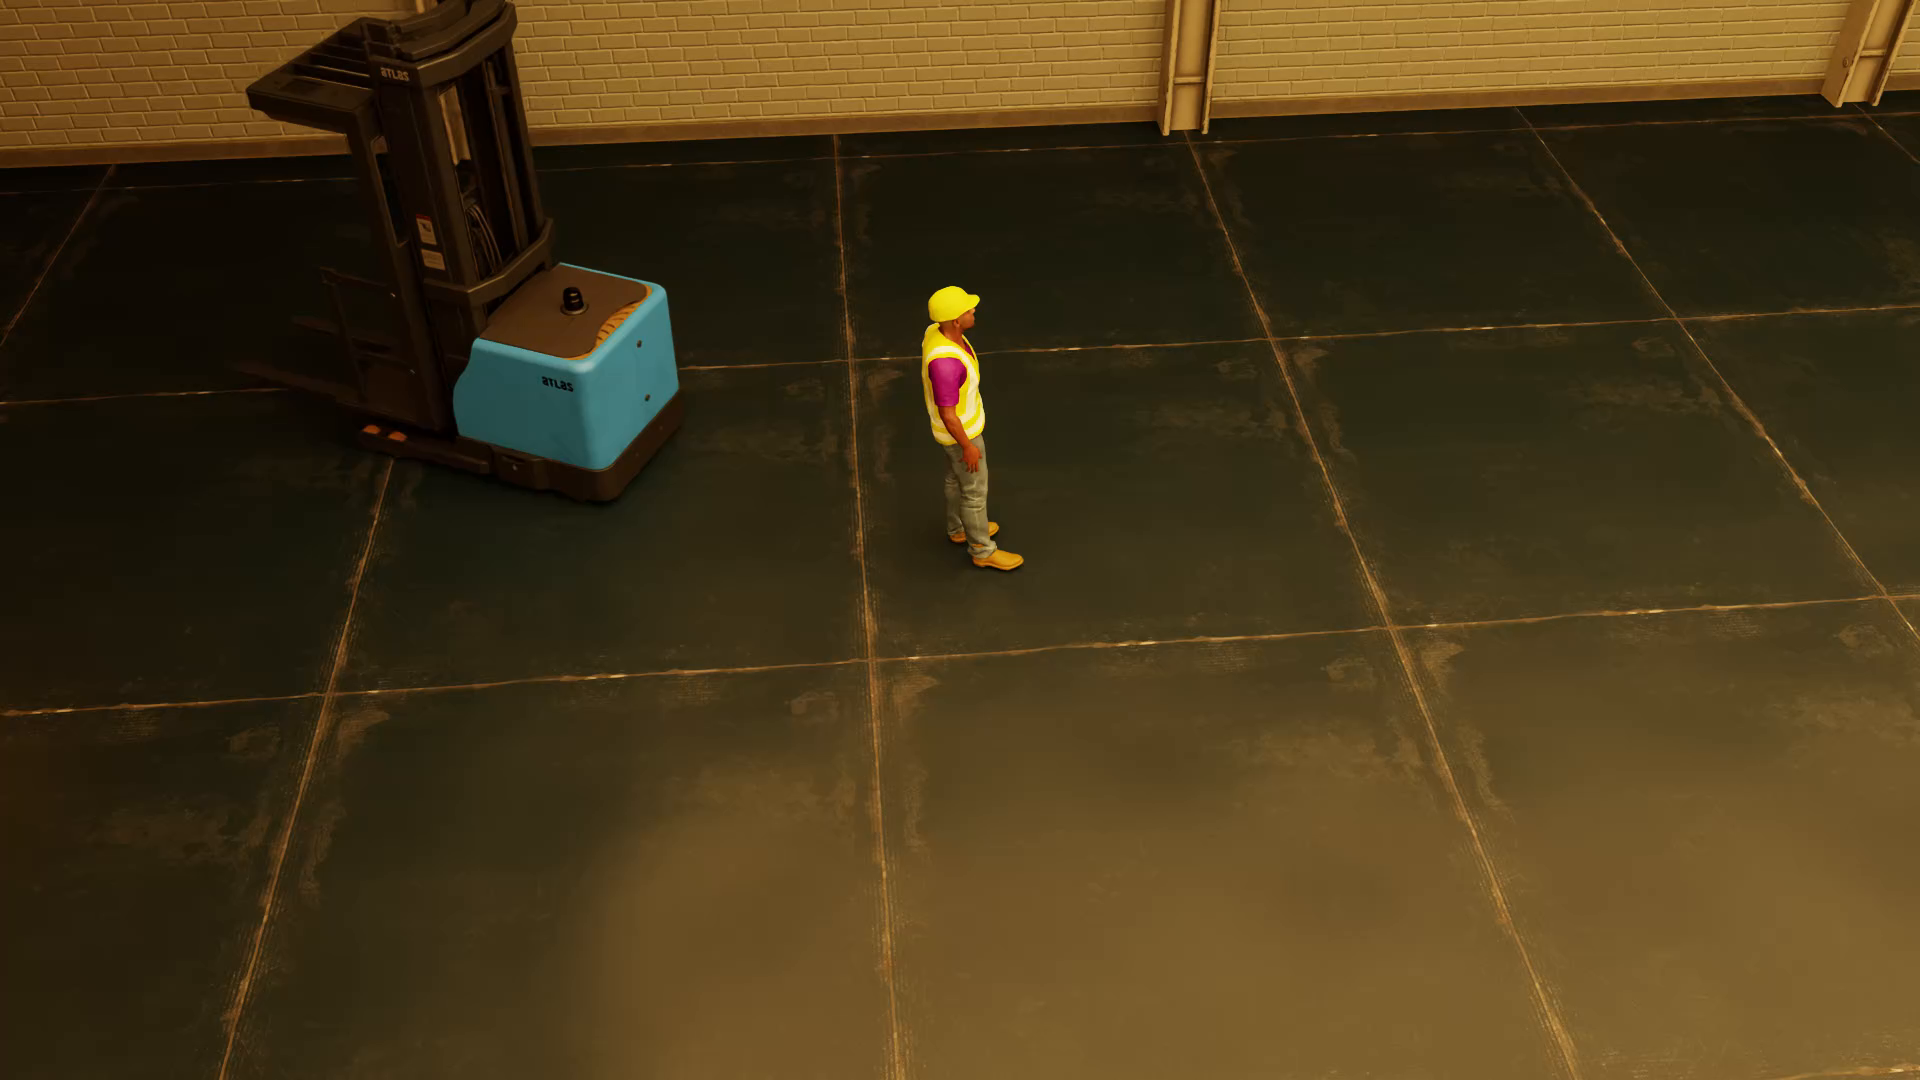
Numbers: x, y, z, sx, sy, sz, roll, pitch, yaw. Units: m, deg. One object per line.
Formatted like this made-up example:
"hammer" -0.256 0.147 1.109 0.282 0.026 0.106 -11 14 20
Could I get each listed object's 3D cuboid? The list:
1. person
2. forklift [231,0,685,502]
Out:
"person" 0.069 -0.674 9.616 0.577 1.759 0.665 -3 41 -4
"forklift" -3.392 -1.956 10.225 3.031 2.935 1.130 14 43 16
